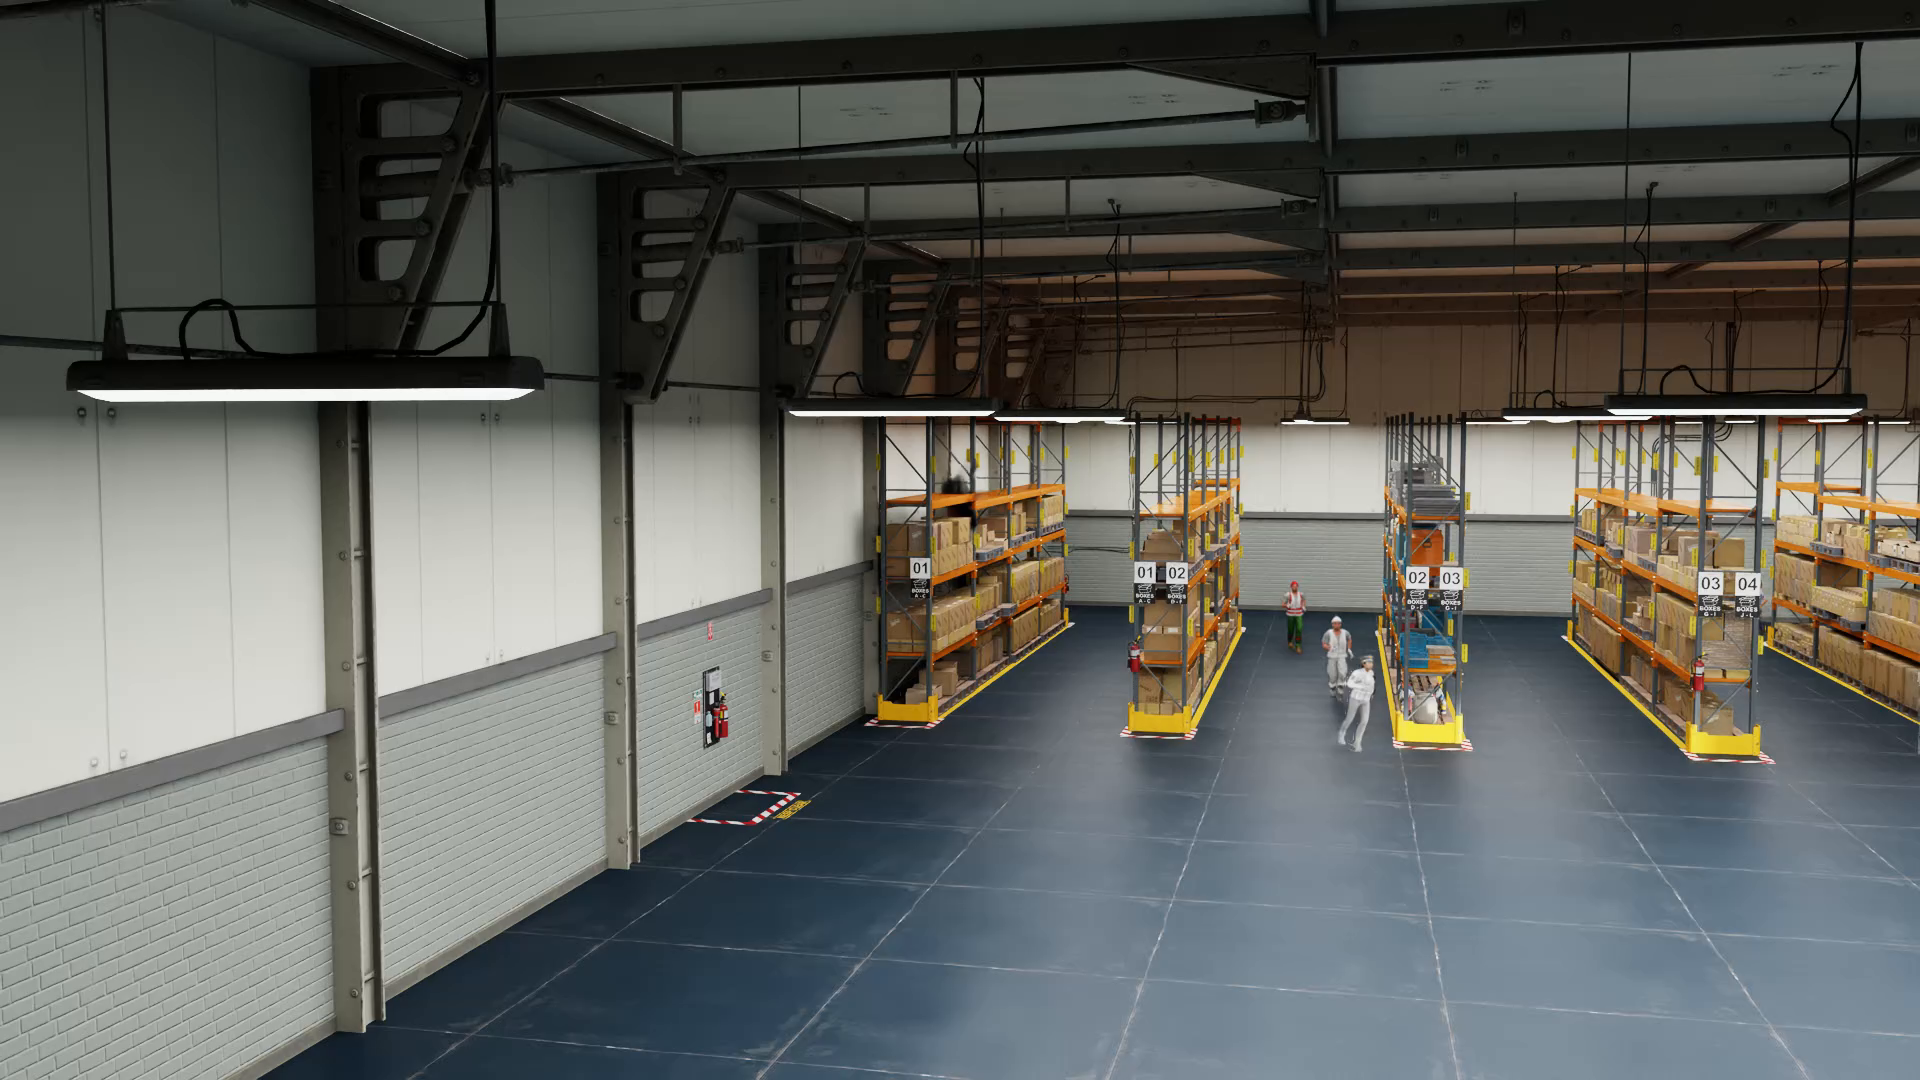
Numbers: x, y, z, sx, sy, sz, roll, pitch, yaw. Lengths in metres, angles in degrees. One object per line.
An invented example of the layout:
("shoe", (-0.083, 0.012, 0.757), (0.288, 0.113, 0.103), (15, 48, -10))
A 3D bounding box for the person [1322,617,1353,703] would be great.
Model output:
("person", (7.867, 2.488, 34.647), (0.643, 1.796, 0.805), (1, 4, 8))

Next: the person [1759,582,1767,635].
("person", (21.405, 1.893, 44.897), (0.805, 1.599, 0.673), (1, 4, 14))

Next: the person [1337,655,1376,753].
("person", (7.170, 2.881, 29.661), (0.626, 1.694, 0.825), (-1, 4, -12))

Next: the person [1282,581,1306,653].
("person", (8.516, 1.938, 42.351), (0.654, 1.792, 0.976), (0, 4, 1))
